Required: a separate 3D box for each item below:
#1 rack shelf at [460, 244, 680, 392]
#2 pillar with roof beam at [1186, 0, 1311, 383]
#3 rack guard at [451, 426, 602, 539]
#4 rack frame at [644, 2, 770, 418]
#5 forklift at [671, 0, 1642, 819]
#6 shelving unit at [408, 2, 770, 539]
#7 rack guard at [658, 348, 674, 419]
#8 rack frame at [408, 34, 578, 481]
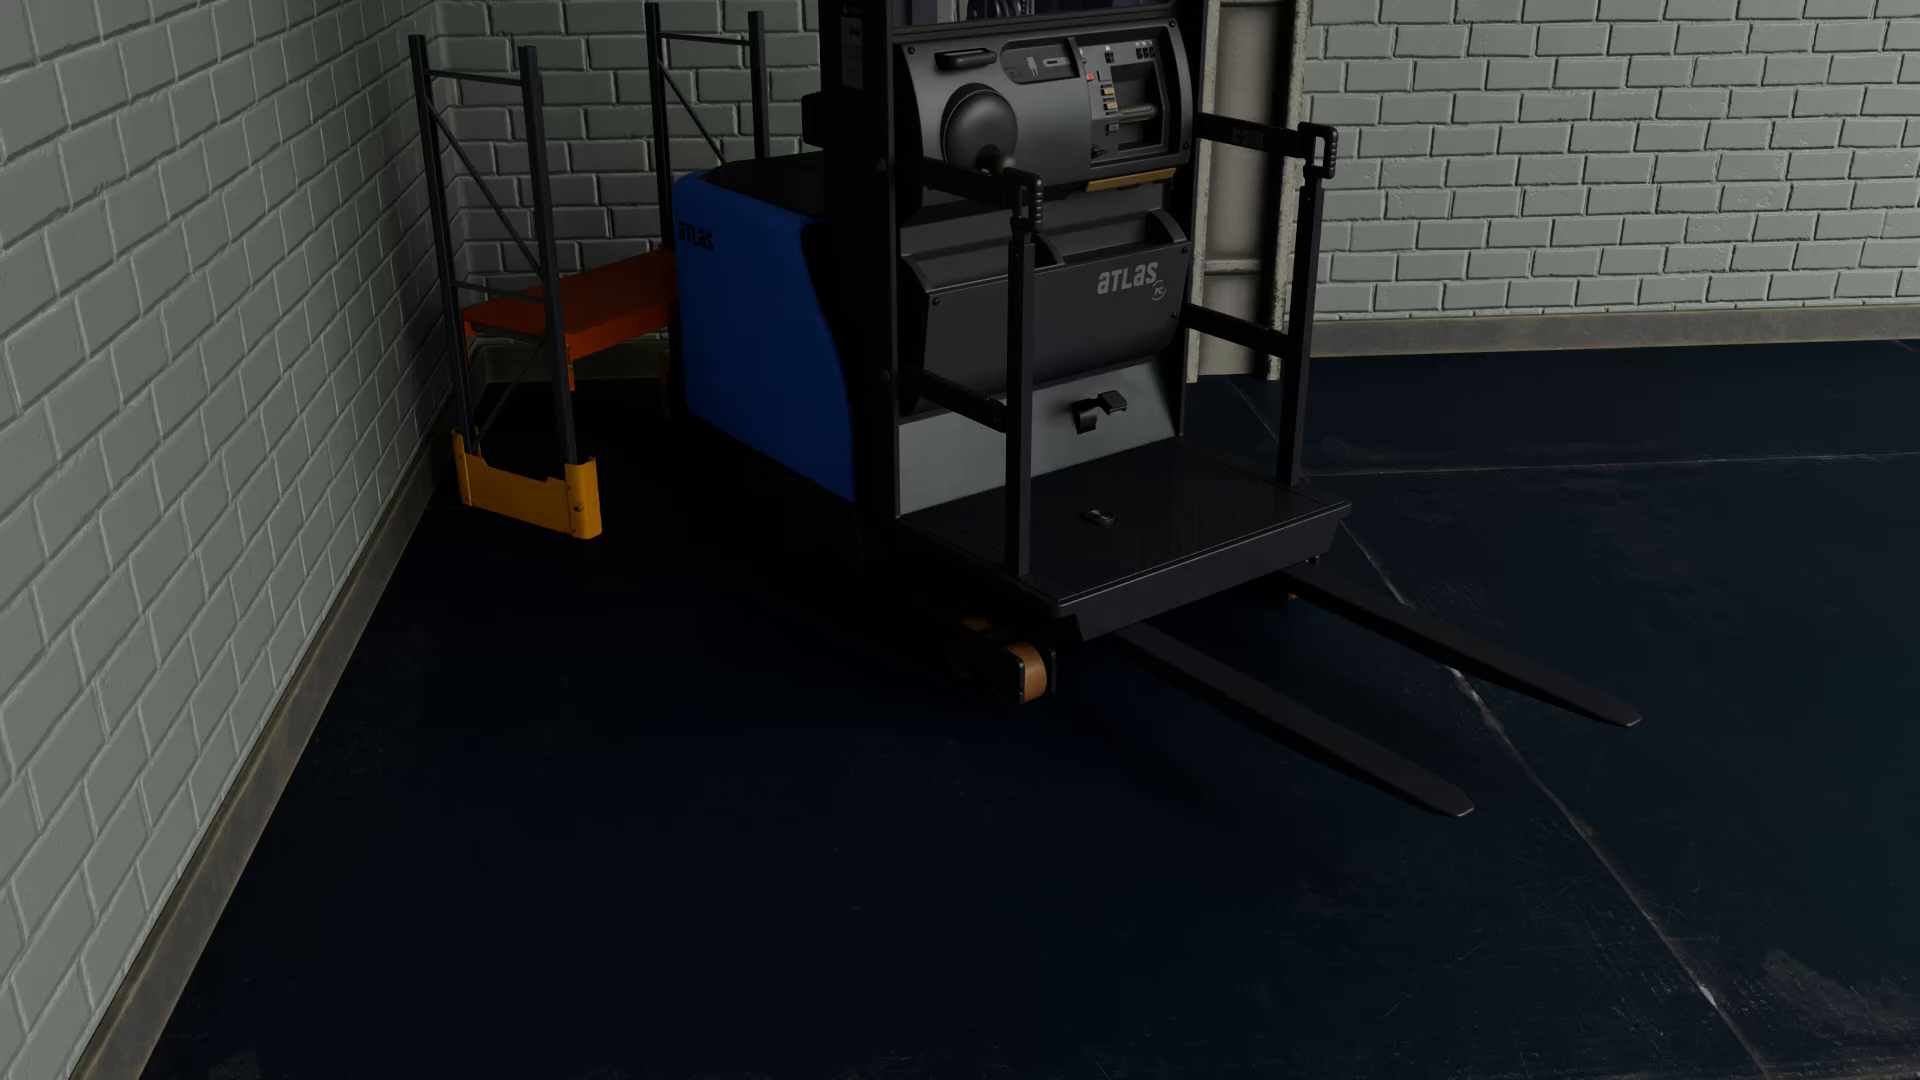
[{"bbox_3d":[-1.139,-0.765,5.568,0.538,0.185,1.000,15,28,30],"label":"rack shelf"},{"bbox_3d":[1.500,-3.073,1.084,0.400,9.000,9.100,-2,24,-5],"label":"pillar with roof beam"},{"bbox_3d":[-1.403,-0.192,5.373,0.587,0.250,0.087,15,28,30],"label":"rack guard"},{"bbox_3d":[-0.864,-1.104,5.886,0.500,1.500,0.032,15,28,30],"label":"rack frame"},{"bbox_3d":[0.376,-1.138,4.201,1.130,2.935,3.031,-17,29,-33],"label":"forklift"},{"bbox_3d":[-1.134,-0.933,5.502,0.587,1.500,1.083,15,28,30],"label":"shelving unit"},{"bbox_3d":[-0.865,-0.532,6.139,0.587,0.250,0.087,15,28,30],"label":"rack guard"},{"bbox_3d":[-1.413,-0.756,5.104,0.500,1.500,0.032,15,28,30],"label":"rack frame"}]
